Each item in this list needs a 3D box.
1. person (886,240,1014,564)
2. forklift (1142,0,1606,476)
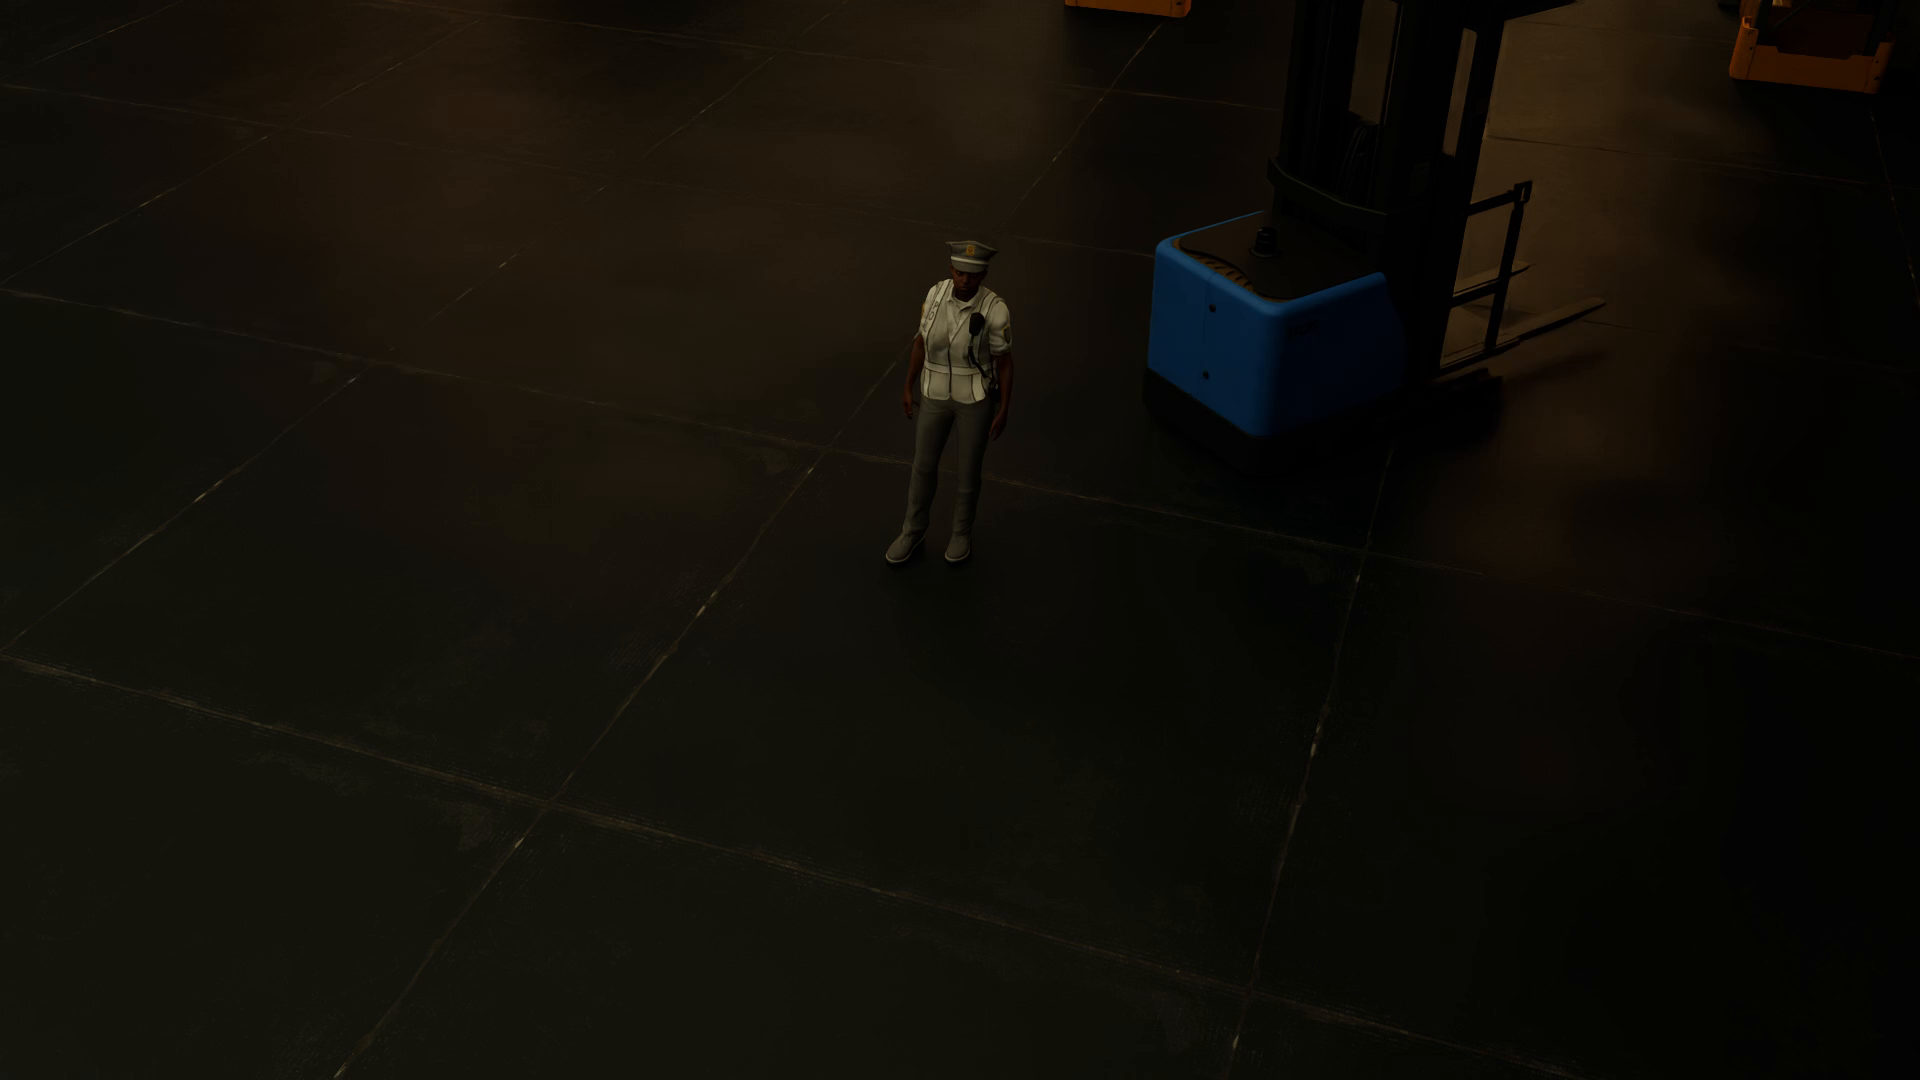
[{"bbox_3d":[-0.044,-0.659,8.099,0.569,1.693,0.528,12,37,16],"label":"person"},{"bbox_3d":[2.574,-2.187,9.195,3.031,2.935,1.130,-20,40,-26],"label":"forklift"}]
